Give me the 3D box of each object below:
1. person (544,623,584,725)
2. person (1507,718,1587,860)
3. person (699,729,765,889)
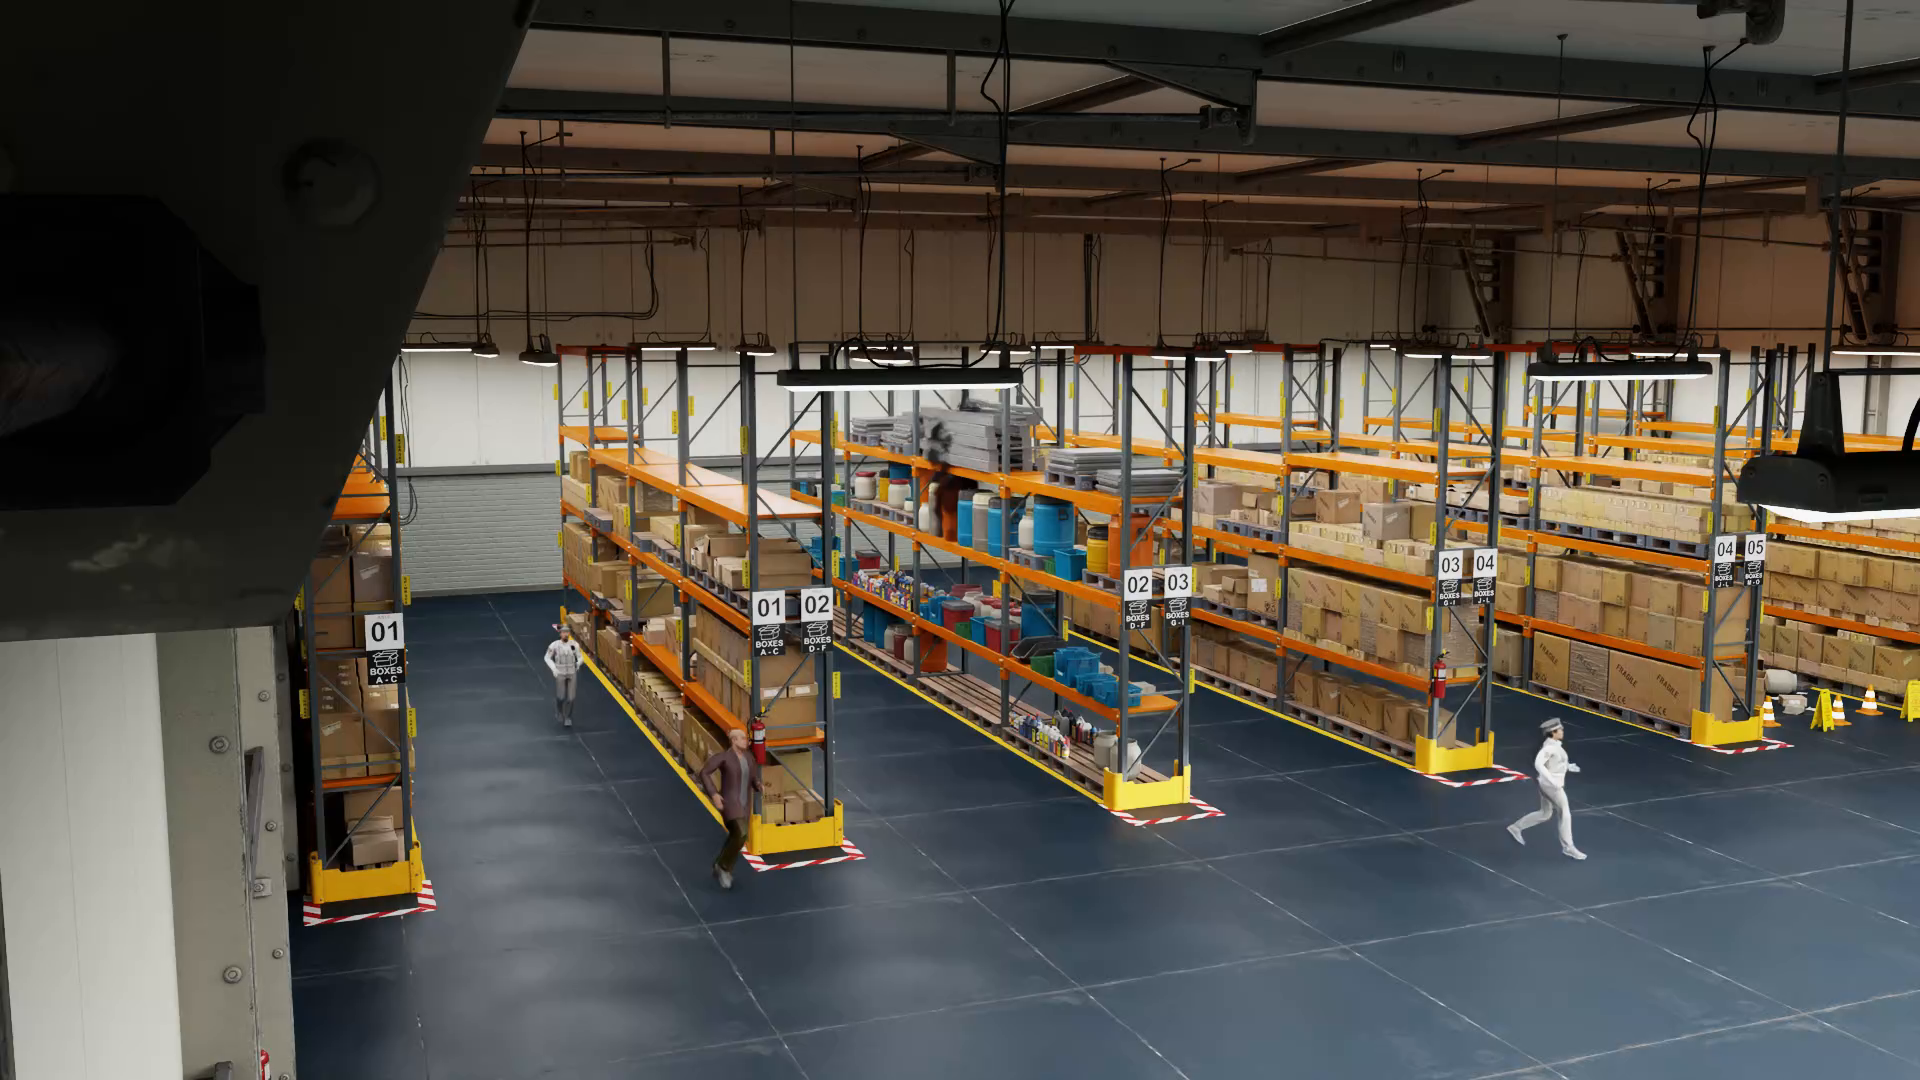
[{"bbox_3d":[-6.281,2.146,26.511,0.609,1.652,0.555,-3,8,-22],"label":"person"},{"bbox_3d":[7.072,2.965,19.964,0.921,1.705,0.616,2,7,12],"label":"person"},{"bbox_3d":[-2.563,3.061,19.128,0.616,1.709,0.770,6,9,40],"label":"person"}]
